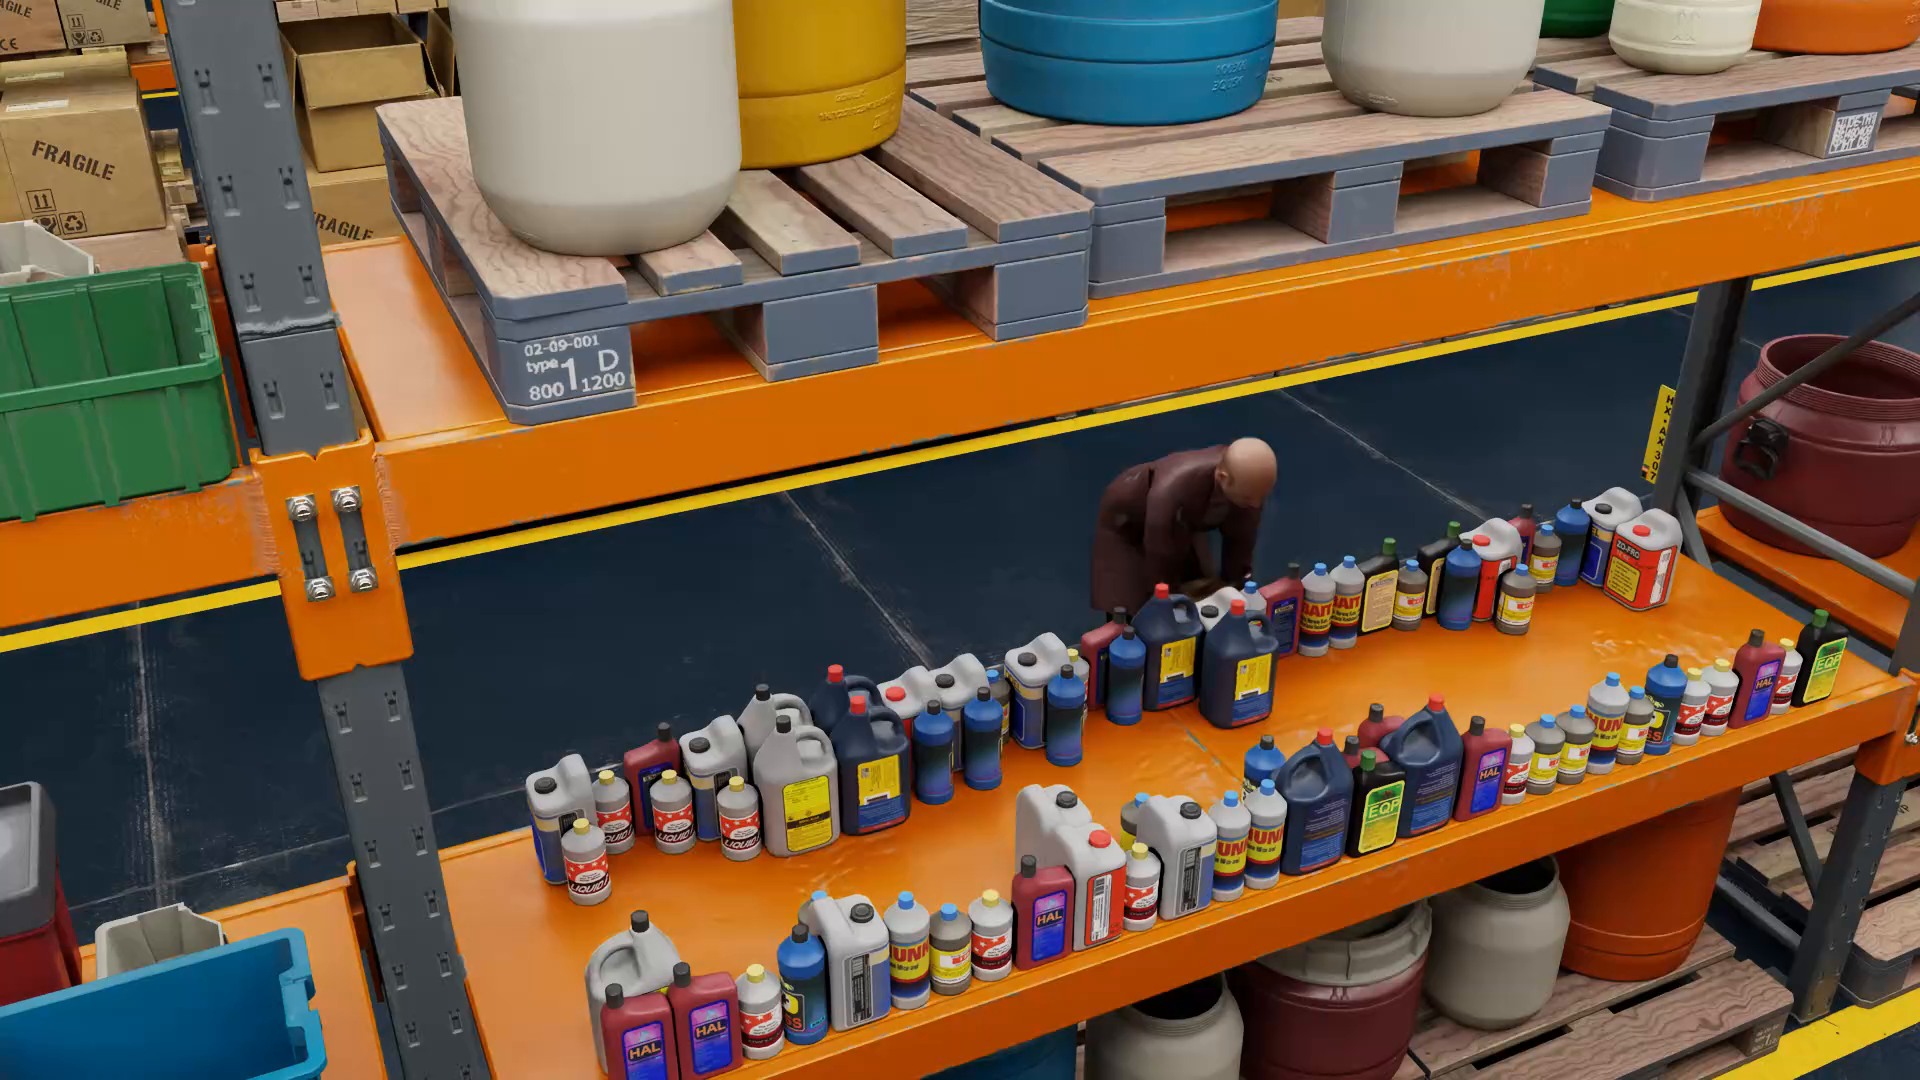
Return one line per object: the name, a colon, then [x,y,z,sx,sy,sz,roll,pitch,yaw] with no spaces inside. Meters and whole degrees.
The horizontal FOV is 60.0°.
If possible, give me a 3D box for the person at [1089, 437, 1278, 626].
person: [0.808,0.202,6.062,0.549,1.507,0.815,-14,32,-23]
